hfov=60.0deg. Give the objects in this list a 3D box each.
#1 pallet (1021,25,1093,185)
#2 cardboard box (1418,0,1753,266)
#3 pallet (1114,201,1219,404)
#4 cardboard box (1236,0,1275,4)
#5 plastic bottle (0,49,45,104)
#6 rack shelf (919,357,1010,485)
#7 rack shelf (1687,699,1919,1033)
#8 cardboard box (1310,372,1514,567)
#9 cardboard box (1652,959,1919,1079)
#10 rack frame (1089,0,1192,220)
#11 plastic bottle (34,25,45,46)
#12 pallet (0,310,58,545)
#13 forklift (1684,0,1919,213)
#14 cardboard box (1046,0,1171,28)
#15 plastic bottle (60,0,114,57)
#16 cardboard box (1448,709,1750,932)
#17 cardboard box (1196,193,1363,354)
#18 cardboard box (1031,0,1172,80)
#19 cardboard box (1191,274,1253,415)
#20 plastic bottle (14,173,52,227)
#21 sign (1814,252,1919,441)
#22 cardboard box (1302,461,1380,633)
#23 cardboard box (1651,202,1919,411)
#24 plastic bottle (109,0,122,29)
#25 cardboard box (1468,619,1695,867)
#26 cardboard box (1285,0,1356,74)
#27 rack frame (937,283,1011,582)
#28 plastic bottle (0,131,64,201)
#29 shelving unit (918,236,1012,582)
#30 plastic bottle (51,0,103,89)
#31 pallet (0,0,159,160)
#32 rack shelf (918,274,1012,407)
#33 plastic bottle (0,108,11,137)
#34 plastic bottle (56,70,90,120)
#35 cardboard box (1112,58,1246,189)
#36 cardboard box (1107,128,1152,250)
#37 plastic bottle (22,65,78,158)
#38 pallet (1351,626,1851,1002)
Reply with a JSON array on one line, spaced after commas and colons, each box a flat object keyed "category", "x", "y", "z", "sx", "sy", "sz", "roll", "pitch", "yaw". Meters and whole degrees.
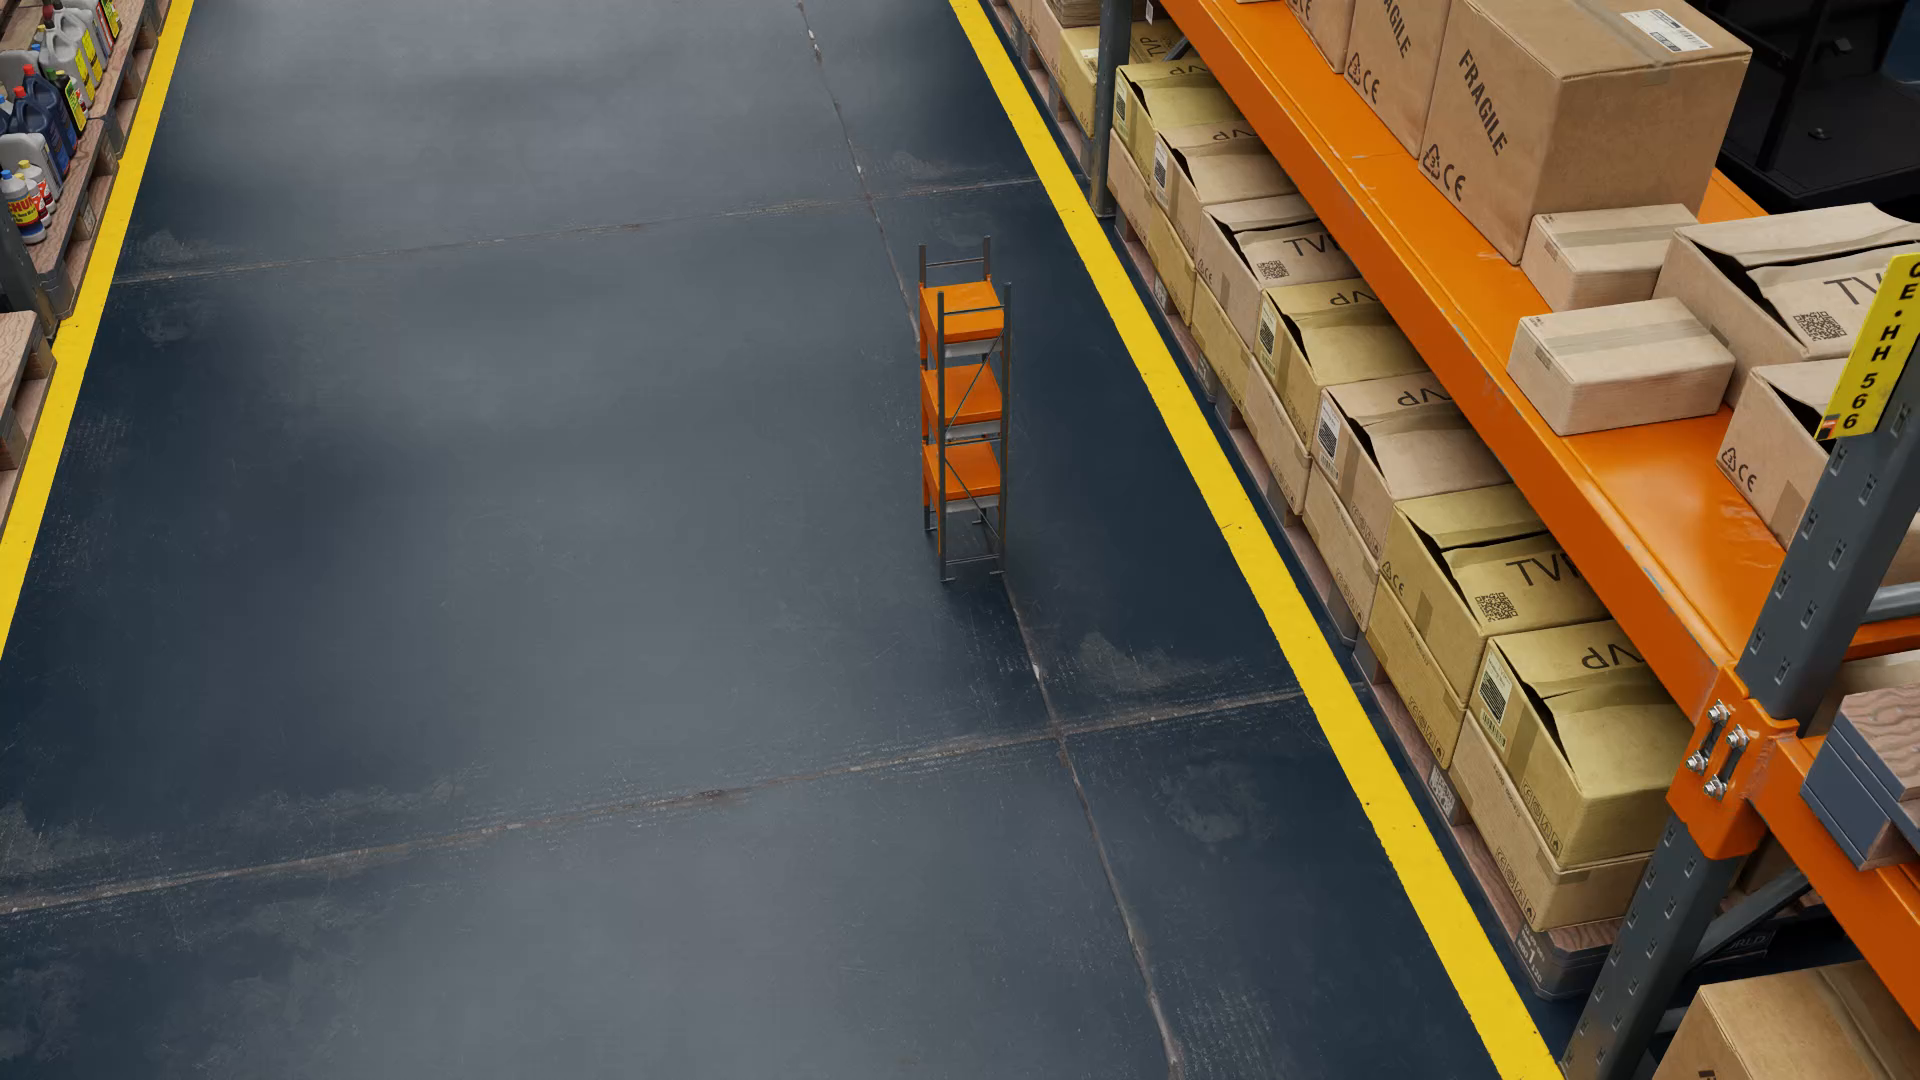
[{"category": "pallet", "x": 0.898, "y": -2.001, "z": 7.345, "sx": 1.003, "sy": 0.211, "sz": 1.213, "roll": -8, "pitch": 42, "yaw": -9}, {"category": "cardboard box", "x": 1.514, "y": -1.052, "z": 4.101, "sx": 0.500, "sy": 0.500, "sz": 0.500, "roll": -10, "pitch": 43, "yaw": -12}, {"category": "pallet", "x": 1.226, "y": -1.008, "z": 6.226, "sx": 1.003, "sy": 0.211, "sz": 1.213, "roll": -8, "pitch": 42, "yaw": -9}, {"category": "cardboard box", "x": 1.020, "y": -1.825, "z": 5.235, "sx": 0.380, "sy": 0.149, "sz": 0.250, "roll": -8, "pitch": 42, "yaw": -9}, {"category": "plastic bottle", "x": -3.850, "y": -1.904, "z": 6.856, "sx": 0.152, "sy": 0.276, "sz": 0.135, "roll": -8, "pitch": 42, "yaw": -9}, {"category": "rack shelf", "x": 0.012, "y": -0.350, "z": 4.869, "sx": 0.215, "sy": 0.259, "sz": 0.240, "roll": -8, "pitch": 42, "yaw": -9}, {"category": "rack shelf", "x": 2.323, "y": 1.636, "z": 1.689, "sx": 1.077, "sy": 0.370, "sz": 4.000, "roll": -8, "pitch": 42, "yaw": -9}, {"category": "cardboard box", "x": 1.314, "y": -0.236, "z": 4.589, "sx": 0.500, "sy": 0.311, "sz": 0.500, "roll": -9, "pitch": 42, "yaw": -10}, {"category": "cardboard box", "x": 1.711, "y": 1.177, "z": 3.216, "sx": 0.500, "sy": 0.500, "sz": 0.500, "roll": -7, "pitch": 42, "yaw": -7}, {"category": "rack frame", "x": 1.028, "y": -2.522, "z": 5.832, "sx": 1.000, "sy": 3.000, "sz": 0.127, "roll": -8, "pitch": 42, "yaw": -9}, {"category": "plastic bottle", "x": -3.908, "y": -2.111, "z": 7.145, "sx": 0.097, "sy": 0.201, "sz": 0.097, "roll": 0, "pitch": 42, "yaw": 0}, {"category": "pallet", "x": -3.602, "y": -0.269, "z": 5.394, "sx": 1.003, "sy": 0.211, "sz": 1.213, "roll": -8, "pitch": 42, "yaw": -9}, {"category": "forklift", "x": 3.395, "y": -2.516, "z": 5.877, "sx": 1.130, "sy": 2.935, "sz": 3.031, "roll": -15, "pitch": 44, "yaw": -16}, {"category": "cardboard box", "x": 0.618, "y": -2.527, "z": 7.027, "sx": 0.500, "sy": 0.500, "sz": 0.500, "roll": -8, "pitch": 42, "yaw": -9}, {"category": "plastic bottle", "x": -3.820, "y": -2.259, "z": 7.255, "sx": 0.152, "sy": 0.276, "sz": 0.135, "roll": -8, "pitch": 42, "yaw": -9}, {"category": "cardboard box", "x": 1.540, "y": 0.636, "z": 4.029, "sx": 0.500, "sy": 0.250, "sz": 0.500, "roll": -7, "pitch": 42, "yaw": -8}, {"category": "cardboard box", "x": 1.090, "y": -0.897, "z": 5.333, "sx": 0.500, "sy": 0.311, "sz": 0.500, "roll": -10, "pitch": 43, "yaw": -11}, {"category": "cardboard box", "x": 0.617, "y": -2.246, "z": 7.275, "sx": 0.500, "sy": 0.250, "sz": 0.500, "roll": -8, "pitch": 42, "yaw": -9}, {"category": "cardboard box", "x": 1.097, "y": -0.687, "z": 5.520, "sx": 0.500, "sy": 0.250, "sz": 0.500, "roll": -10, "pitch": 42, "yaw": -11}, {"category": "plastic bottle", "x": -3.472, "y": -1.268, "z": 6.196, "sx": 0.097, "sy": 0.201, "sz": 0.097, "roll": 0, "pitch": 42, "yaw": 0}, {"category": "sign", "x": 1.351, "y": -0.281, "z": 2.435, "sx": 0.100, "sy": 0.325, "sz": 0.005, "roll": -8, "pitch": 42, "yaw": -9}, {"category": "cardboard box", "x": 1.320, "y": -0.024, "z": 4.773, "sx": 0.500, "sy": 0.250, "sz": 0.500, "roll": -7, "pitch": 42, "yaw": -8}, {"category": "cardboard box", "x": 1.888, "y": -0.504, "z": 3.625, "sx": 0.500, "sy": 0.311, "sz": 0.500, "roll": -9, "pitch": 42, "yaw": -10}, {"category": "plastic bottle", "x": -3.848, "y": -2.398, "z": 7.469, "sx": 0.097, "sy": 0.201, "sz": 0.097, "roll": 0, "pitch": 42, "yaw": 0}, {"category": "cardboard box", "x": 1.538, "y": 0.428, "z": 3.841, "sx": 0.500, "sy": 0.311, "sz": 0.500, "roll": -7, "pitch": 42, "yaw": -8}, {"category": "cardboard box", "x": 1.292, "y": -1.718, "z": 4.851, "sx": 0.500, "sy": 0.500, "sz": 0.500, "roll": -6, "pitch": 42, "yaw": -6}, {"category": "rack frame", "x": 0.038, "y": -0.279, "z": 4.773, "sx": 0.200, "sy": 1.050, "sz": 0.008, "roll": -8, "pitch": 42, "yaw": -9}, {"category": "plastic bottle", "x": -3.546, "y": -1.436, "z": 6.328, "sx": 0.152, "sy": 0.276, "sz": 0.135, "roll": -7, "pitch": 42, "yaw": -8}, {"category": "shelving unit", "x": 0.012, "y": -0.358, "z": 4.862, "sx": 0.215, "sy": 1.050, "sz": 0.252, "roll": -8, "pitch": 42, "yaw": -9}, {"category": "plastic bottle", "x": -3.751, "y": -2.090, "z": 7.009, "sx": 0.144, "sy": 0.351, "sz": 0.185, "roll": -7, "pitch": 42, "yaw": -8}, {"category": "pallet", "x": -4.180, "y": -2.006, "z": 7.351, "sx": 1.003, "sy": 0.211, "sz": 1.213, "roll": -8, "pitch": 42, "yaw": -9}, {"category": "rack shelf", "x": 0.012, "y": -0.562, "z": 4.681, "sx": 0.215, "sy": 0.259, "sz": 0.240, "roll": -8, "pitch": 42, "yaw": -9}, {"category": "plastic bottle", "x": -3.719, "y": -1.551, "z": 6.402, "sx": 0.144, "sy": 0.351, "sz": 0.185, "roll": -8, "pitch": 42, "yaw": -9}, {"category": "plastic bottle", "x": -3.657, "y": -1.825, "z": 6.823, "sx": 0.097, "sy": 0.201, "sz": 0.097, "roll": 0, "pitch": 42, "yaw": 0}, {"category": "cardboard box", "x": 0.874, "y": -1.557, "z": 6.077, "sx": 0.500, "sy": 0.311, "sz": 0.500, "roll": -8, "pitch": 42, "yaw": -9}, {"category": "cardboard box", "x": 0.874, "y": -1.354, "z": 6.271, "sx": 0.500, "sy": 0.250, "sz": 0.500, "roll": -9, "pitch": 42, "yaw": -10}, {"category": "plastic bottle", "x": -3.619, "y": -1.694, "z": 6.563, "sx": 0.144, "sy": 0.351, "sz": 0.185, "roll": -10, "pitch": 43, "yaw": -11}, {"category": "pallet", "x": 1.752, "y": 0.574, "z": 4.444, "sx": 1.003, "sy": 0.211, "sz": 1.213, "roll": -8, "pitch": 42, "yaw": -9}]
